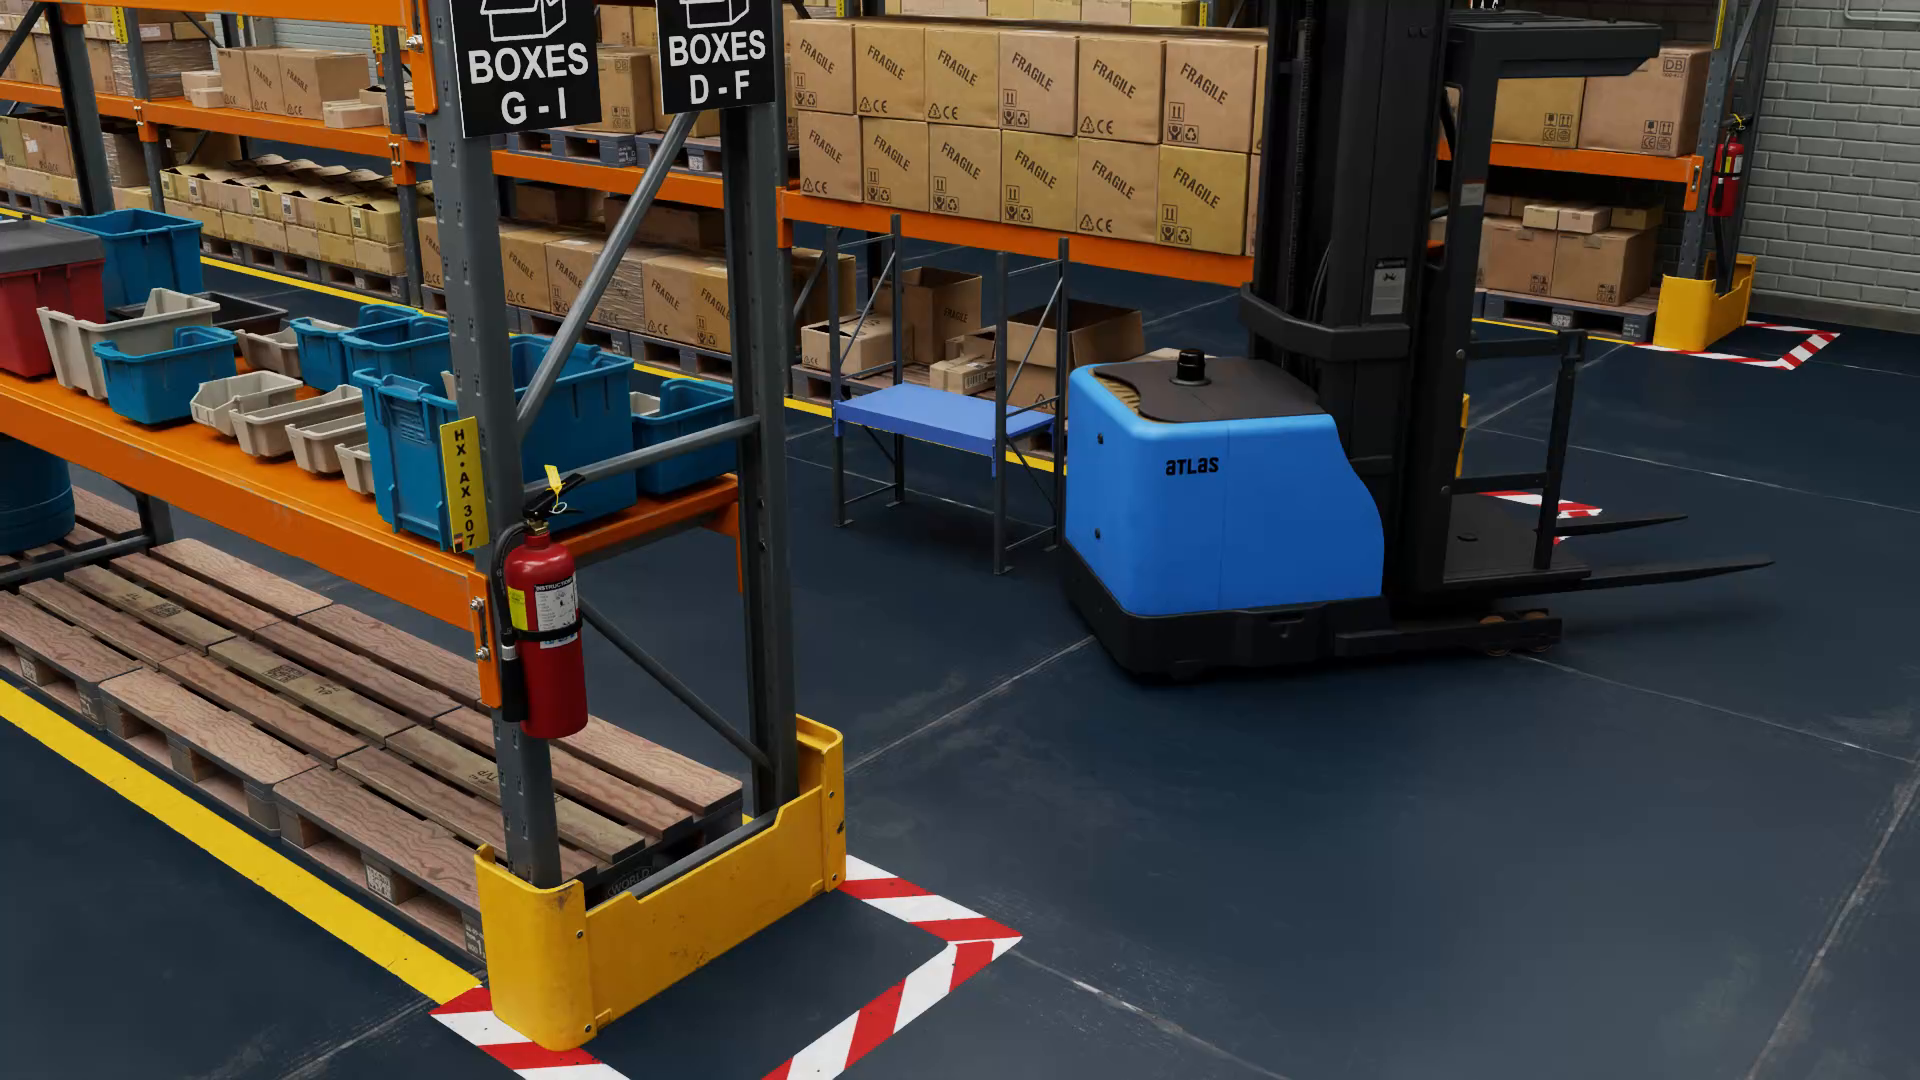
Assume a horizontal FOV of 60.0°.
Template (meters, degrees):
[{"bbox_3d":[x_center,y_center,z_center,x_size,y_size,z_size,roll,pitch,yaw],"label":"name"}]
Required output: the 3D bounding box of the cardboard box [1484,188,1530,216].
[{"bbox_3d":[4.232,-2.629,12.917,0.250,0.149,0.380,17,26,37],"label":"cardboard box"}]

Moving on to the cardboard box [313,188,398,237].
[{"bbox_3d":[-4.897,-2.684,13.541,0.500,0.311,0.500,16,26,35],"label":"cardboard box"}]

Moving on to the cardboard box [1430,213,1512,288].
[{"bbox_3d":[4.015,-2.297,12.956,0.500,0.500,0.700,15,25,35],"label":"cardboard box"}]

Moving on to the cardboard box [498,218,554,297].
[{"bbox_3d":[-3.348,-2.089,12.376,0.500,0.500,0.500,15,25,34],"label":"cardboard box"}]

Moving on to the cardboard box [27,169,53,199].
[{"bbox_3d":[-9.075,-3.640,16.871,0.500,0.250,0.500,16,26,36],"label":"cardboard box"}]

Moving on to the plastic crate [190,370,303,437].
[{"bbox_3d":[-2.300,-0.432,5.351,0.250,0.136,0.298,16,26,36],"label":"plastic crate"}]

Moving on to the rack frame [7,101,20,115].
[{"bbox_3d":[-10.126,-5.133,17.528,0.127,3.000,1.000,16,26,36],"label":"rack frame"}]

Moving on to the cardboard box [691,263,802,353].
[{"bbox_3d":[-1.393,-1.523,10.876,0.500,0.500,0.500,16,26,36],"label":"cardboard box"}]

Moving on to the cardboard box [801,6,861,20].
[{"bbox_3d":[-1.170,-5.057,16.563,0.500,0.500,0.700,13,24,30],"label":"cardboard box"}]

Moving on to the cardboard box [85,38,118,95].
[{"bbox_3d":[-7.788,-4.500,15.709,0.500,0.500,0.700,16,26,36],"label":"cardboard box"}]

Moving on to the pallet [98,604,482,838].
[{"bbox_3d":[-2.421,0.628,6.203,1.213,0.211,1.003,16,26,36],"label":"pallet"}]

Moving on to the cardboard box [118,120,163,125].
[{"bbox_3d":[-7.964,-3.913,16.533,0.500,0.500,0.500,16,26,36],"label":"cardboard box"}]

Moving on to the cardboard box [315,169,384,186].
[{"bbox_3d":[-5.353,-3.061,14.541,0.500,0.311,0.500,16,26,36],"label":"cardboard box"}]

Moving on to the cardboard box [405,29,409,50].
[{"bbox_3d":[-6.409,-6.119,20.328,0.500,0.250,0.500,15,25,35],"label":"cardboard box"}]

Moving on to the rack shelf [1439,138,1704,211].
[{"bbox_3d":[3.849,-3.027,12.965,4.000,0.370,1.077,16,26,36],"label":"rack shelf"}]

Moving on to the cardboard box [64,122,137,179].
[{"bbox_3d":[-8.295,-3.770,16.153,0.500,0.500,0.500,16,26,36],"label":"cardboard box"}]

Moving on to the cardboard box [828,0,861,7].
[{"bbox_3d":[-1.086,-5.328,16.360,0.250,0.149,0.380,12,24,29],"label":"cardboard box"}]

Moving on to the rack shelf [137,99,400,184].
[{"bbox_3d":[-5.478,-3.457,14.105,4.000,0.370,1.077,16,26,36],"label":"rack shelf"}]

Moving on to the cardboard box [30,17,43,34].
[{"bbox_3d":[-8.768,-4.993,16.097,0.250,0.149,0.380,16,26,37],"label":"cardboard box"}]

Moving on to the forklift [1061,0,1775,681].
[{"bbox_3d":[2.023,-1.066,6.841,3.031,2.935,1.130,-5,21,-12],"label":"forklift"}]

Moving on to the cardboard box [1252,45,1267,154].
[{"bbox_3d":[1.751,-2.102,7.931,0.500,0.500,0.500,16,26,36],"label":"cardboard box"}]

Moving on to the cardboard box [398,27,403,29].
[{"bbox_3d":[-6.817,-6.589,20.511,0.500,0.500,0.500,16,26,36],"label":"cardboard box"}]

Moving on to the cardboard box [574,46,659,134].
[{"bbox_3d":[-2.237,-3.076,11.337,0.500,0.500,0.700,9,23,23],"label":"cardboard box"}]

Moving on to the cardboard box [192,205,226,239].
[{"bbox_3d":[-6.477,-2.878,14.851,0.500,0.250,0.500,17,26,38],"label":"cardboard box"}]

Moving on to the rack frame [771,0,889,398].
[{"bbox_3d":[-0.830,-2.455,10.428,0.127,3.000,1.000,16,26,36],"label":"rack frame"}]

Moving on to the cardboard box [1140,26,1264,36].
[{"bbox_3d":[1.298,-2.476,8.925,0.500,0.500,0.500,17,26,37],"label":"cardboard box"}]

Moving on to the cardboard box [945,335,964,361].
[{"bbox_3d":[0.120,-1.210,10.544,0.250,0.149,0.380,16,26,36],"label":"cardboard box"}]

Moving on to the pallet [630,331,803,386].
[{"bbox_3d":[-1.484,-1.322,11.374,1.213,0.211,1.003,16,26,36],"label":"pallet"}]

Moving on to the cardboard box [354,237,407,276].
[{"bbox_3d":[-4.490,-2.308,13.340,0.500,0.250,0.500,17,26,38],"label":"cardboard box"}]

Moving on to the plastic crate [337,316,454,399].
[{"bbox_3d":[-1.869,-0.598,5.656,0.300,0.233,0.416,16,26,36],"label":"plastic crate"}]

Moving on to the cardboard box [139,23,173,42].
[{"bbox_3d":[-7.374,-4.593,15.035,0.250,0.149,0.380,16,26,36],"label":"cardboard box"}]

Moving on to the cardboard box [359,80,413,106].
[{"bbox_3d":[-4.499,-3.559,13.480,0.500,0.311,0.500,16,26,36],"label":"cardboard box"}]

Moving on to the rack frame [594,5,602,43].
[{"bbox_3d":[-3.898,-5.595,18.754,0.127,3.000,1.000,16,26,36],"label":"rack frame"}]

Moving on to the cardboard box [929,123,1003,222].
[{"bbox_3d":[0.178,-2.088,9.313,0.500,0.500,0.500,16,26,36],"label":"cardboard box"}]

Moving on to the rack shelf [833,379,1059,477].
[{"bbox_3d":[-0.066,-0.552,8.017,1.000,0.185,0.538,16,26,36],"label":"rack shelf"}]

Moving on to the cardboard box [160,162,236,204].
[{"bbox_3d":[-6.865,-3.252,15.048,0.500,0.311,0.500,16,26,36],"label":"cardboard box"}]

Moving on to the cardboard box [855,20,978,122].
[{"bbox_3d":[-0.243,-2.673,9.446,0.500,0.500,0.500,15,25,35],"label":"cardboard box"}]

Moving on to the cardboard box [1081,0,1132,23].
[{"bbox_3d":[1.386,-4.507,14.216,0.500,0.250,0.500,17,26,37],"label":"cardboard box"}]

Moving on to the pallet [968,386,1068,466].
[{"bbox_3d":[0.651,-0.725,9.792,1.213,0.211,1.003,16,26,36],"label":"pallet"}]

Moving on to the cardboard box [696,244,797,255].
[{"bbox_3d":[-1.471,-1.782,11.562,0.500,0.500,0.500,17,26,37],"label":"cardboard box"}]

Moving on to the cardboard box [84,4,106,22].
[{"bbox_3d":[-7.768,-5.104,15.471,0.500,0.500,0.700,16,26,36],"label":"cardboard box"}]

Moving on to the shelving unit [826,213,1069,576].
[{"bbox_3d":[-0.066,-0.721,7.954,1.048,1.500,0.538,16,26,36],"label":"shelving unit"}]

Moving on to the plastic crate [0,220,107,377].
[{"bbox_3d":[-3.431,-0.892,6.108,0.583,0.464,0.402,16,26,36],"label":"plastic crate"}]

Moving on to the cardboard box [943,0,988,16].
[{"bbox_3d":[0.196,-4.847,15.116,0.500,0.250,0.500,16,26,37],"label":"cardboard box"}]

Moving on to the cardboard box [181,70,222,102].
[{"bbox_3d":[-6.618,-4.072,14.928,0.500,0.250,0.500,18,27,40],"label":"cardboard box"}]

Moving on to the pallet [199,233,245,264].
[{"bbox_3d":[-6.432,-2.782,15.245,1.213,0.211,1.003,16,26,36],"label":"pallet"}]

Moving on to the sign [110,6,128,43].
[{"bbox_3d":[-7.377,-4.530,14.591,0.005,0.325,0.100,16,26,36],"label":"sign"}]

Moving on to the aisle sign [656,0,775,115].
[{"bbox_3d":[-0.622,-1.491,4.187,0.004,0.787,0.394,16,26,36],"label":"aisle sign"}]

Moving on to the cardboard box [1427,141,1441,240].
[{"bbox_3d":[2.092,-1.781,8.498,0.500,0.500,0.500,17,26,37],"label":"cardboard box"}]

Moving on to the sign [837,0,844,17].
[{"bbox_3d":[-1.135,-5.057,15.798,0.005,0.325,0.100,16,26,36],"label":"sign"}]
